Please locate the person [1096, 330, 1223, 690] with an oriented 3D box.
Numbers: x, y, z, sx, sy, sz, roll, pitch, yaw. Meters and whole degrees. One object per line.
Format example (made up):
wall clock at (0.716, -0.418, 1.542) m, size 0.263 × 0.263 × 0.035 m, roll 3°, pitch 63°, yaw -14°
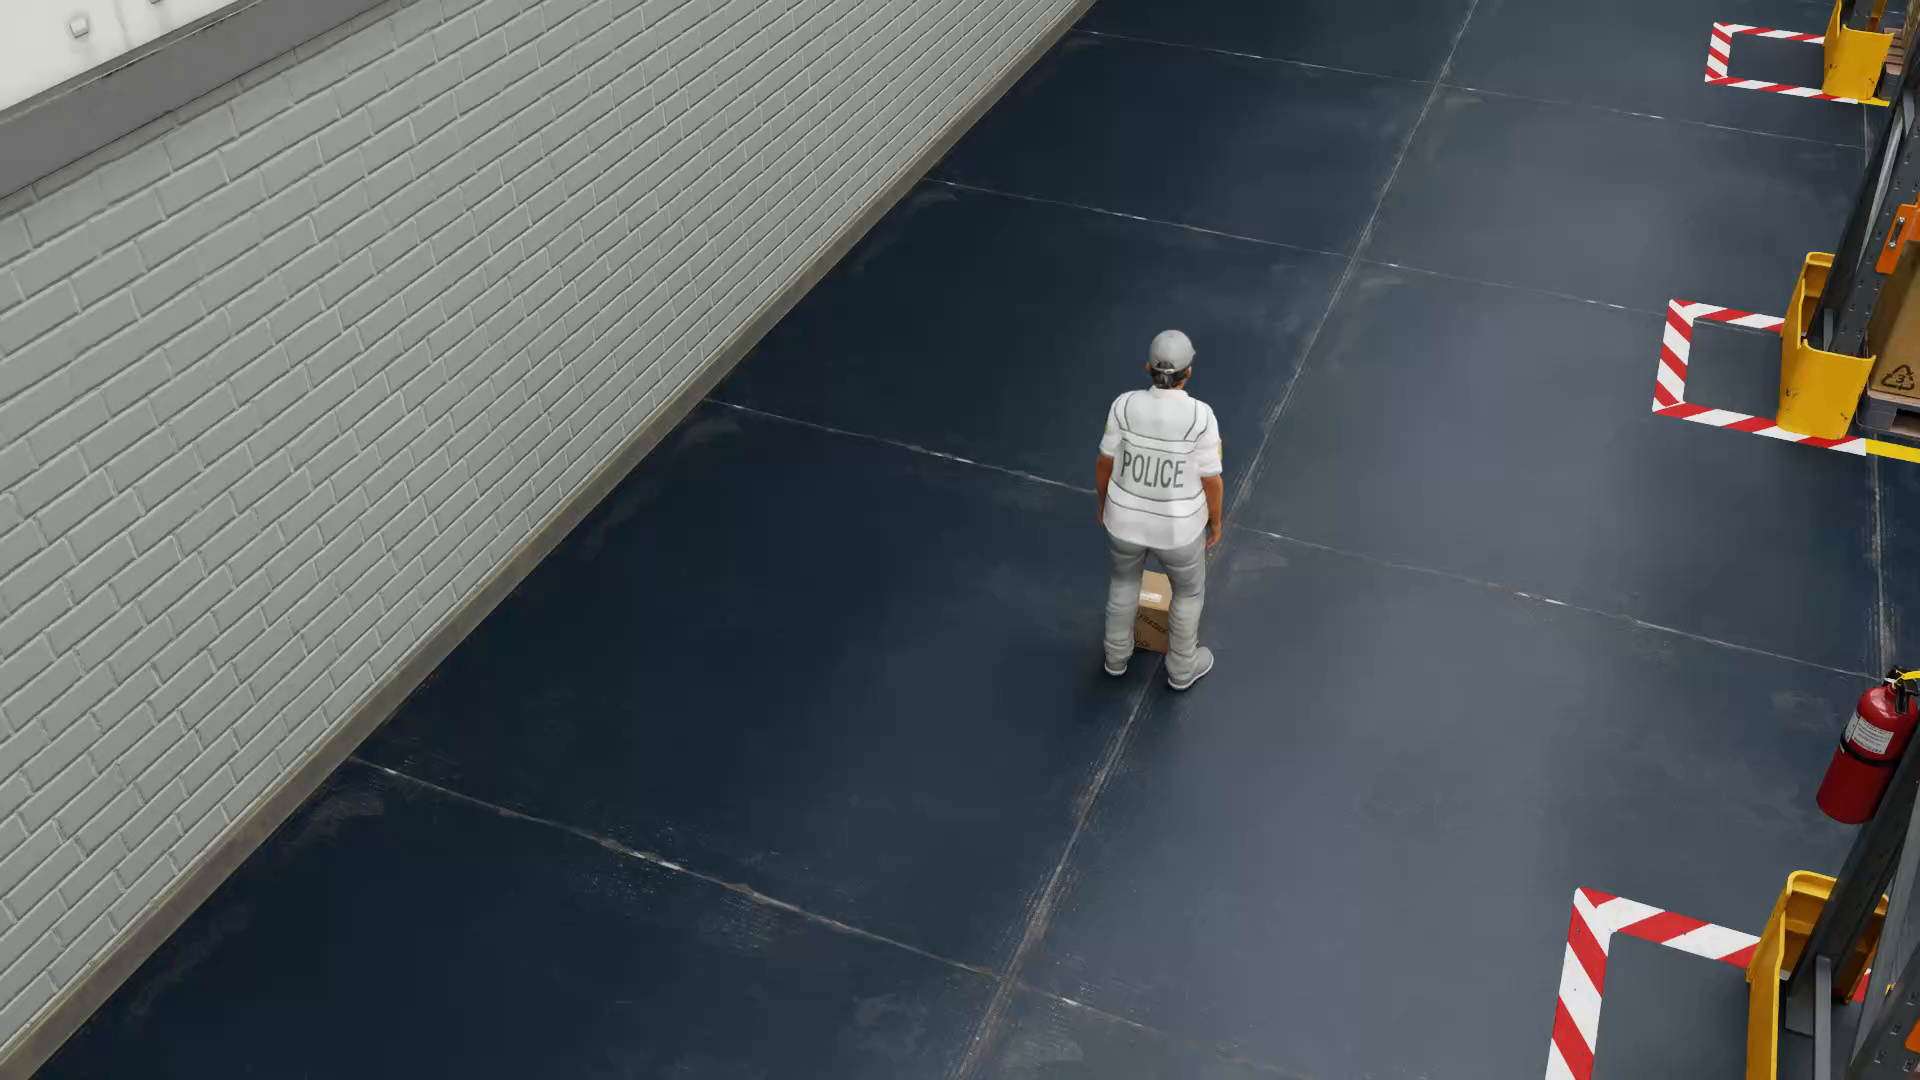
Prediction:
person at (0.840, -0.105, 6.948) m, size 0.557 × 1.667 × 0.468 m, roll 13°, pitch 40°, yaw 16°
